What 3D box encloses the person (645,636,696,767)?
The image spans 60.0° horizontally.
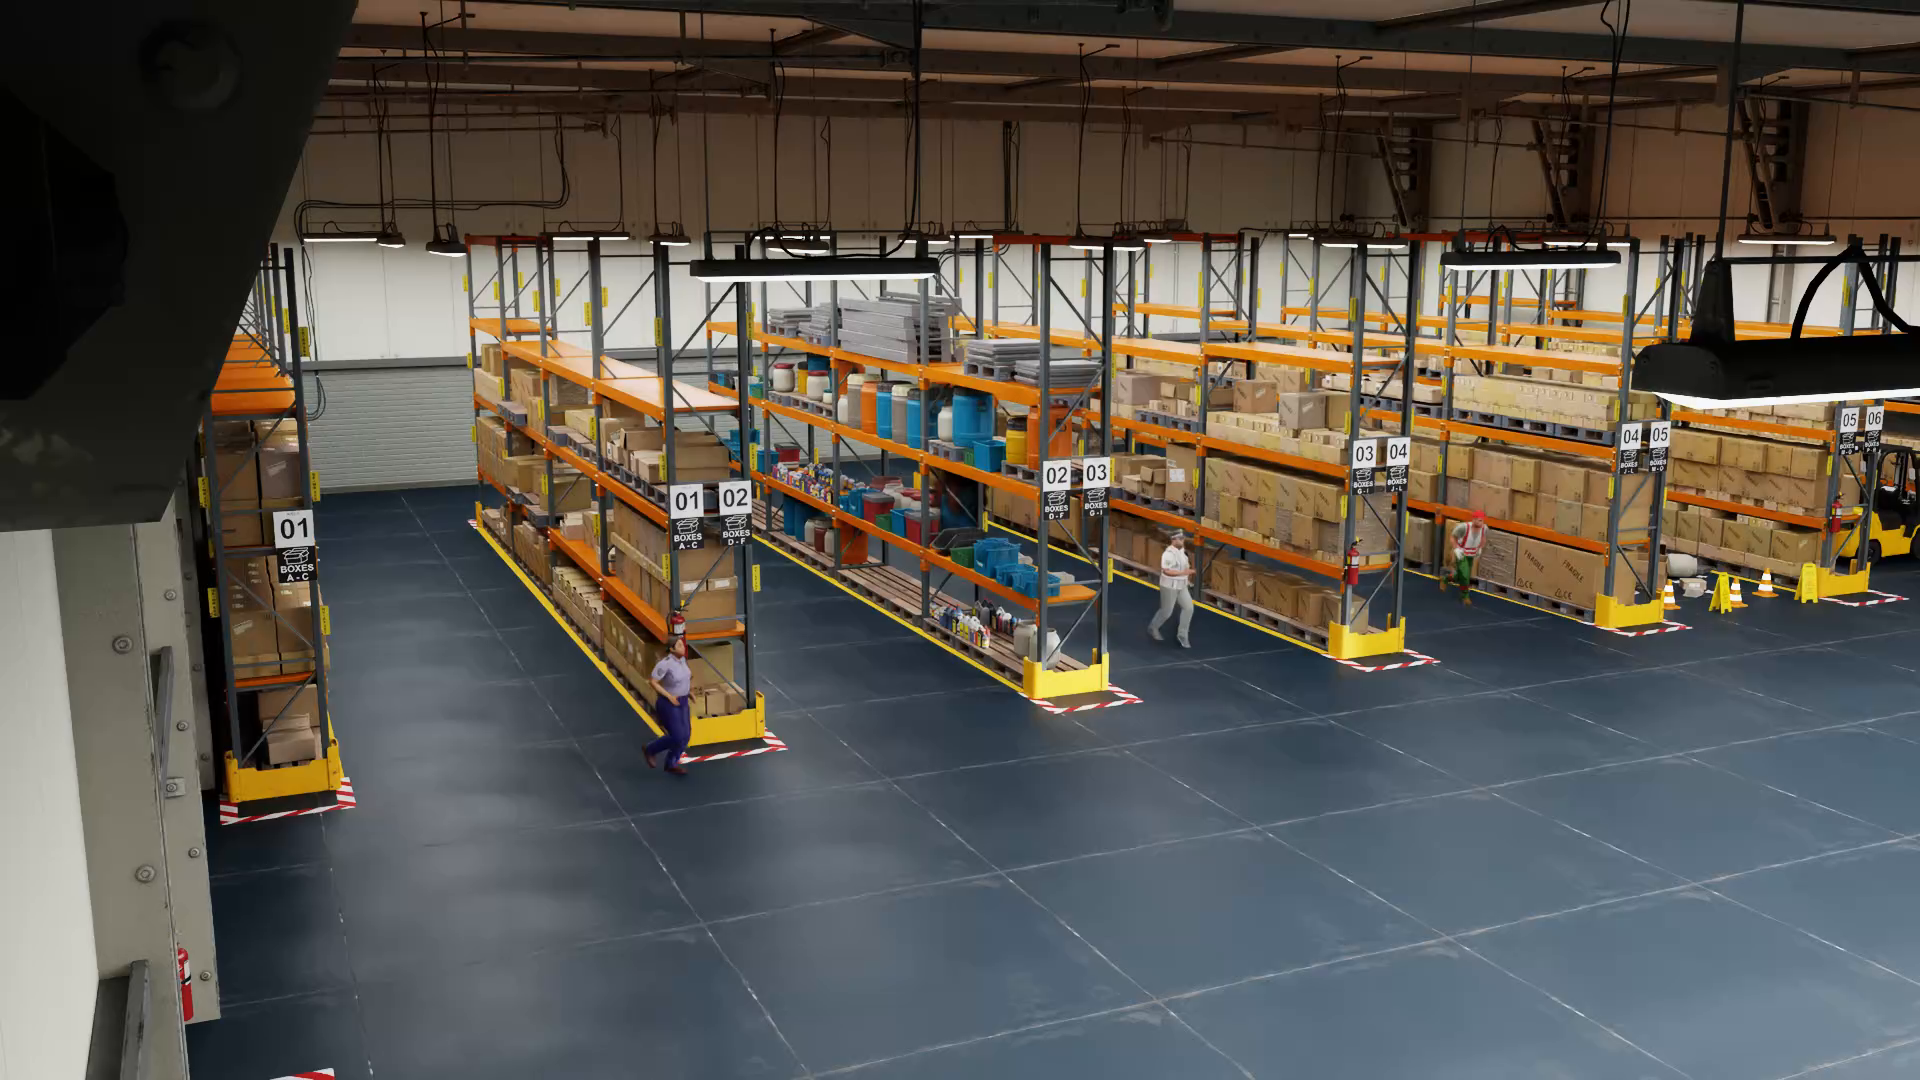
[{"bbox_3d":[-3.322,1.865,19.204,0.495,1.536,0.639,4,12,20],"label":"person"}]

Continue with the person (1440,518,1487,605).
[{"bbox_3d":[8.395,0.260,27.749,0.670,1.582,0.996,-3,11,-16],"label":"person"}]

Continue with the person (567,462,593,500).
[{"bbox_3d":[-8.074,-1.116,35.156,0.570,1.493,0.719,-10,14,-40],"label":"person"}]

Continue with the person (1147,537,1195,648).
[{"bbox_3d":[3.165,0.756,24.875,0.849,1.822,0.689,9,14,40],"label":"person"}]
